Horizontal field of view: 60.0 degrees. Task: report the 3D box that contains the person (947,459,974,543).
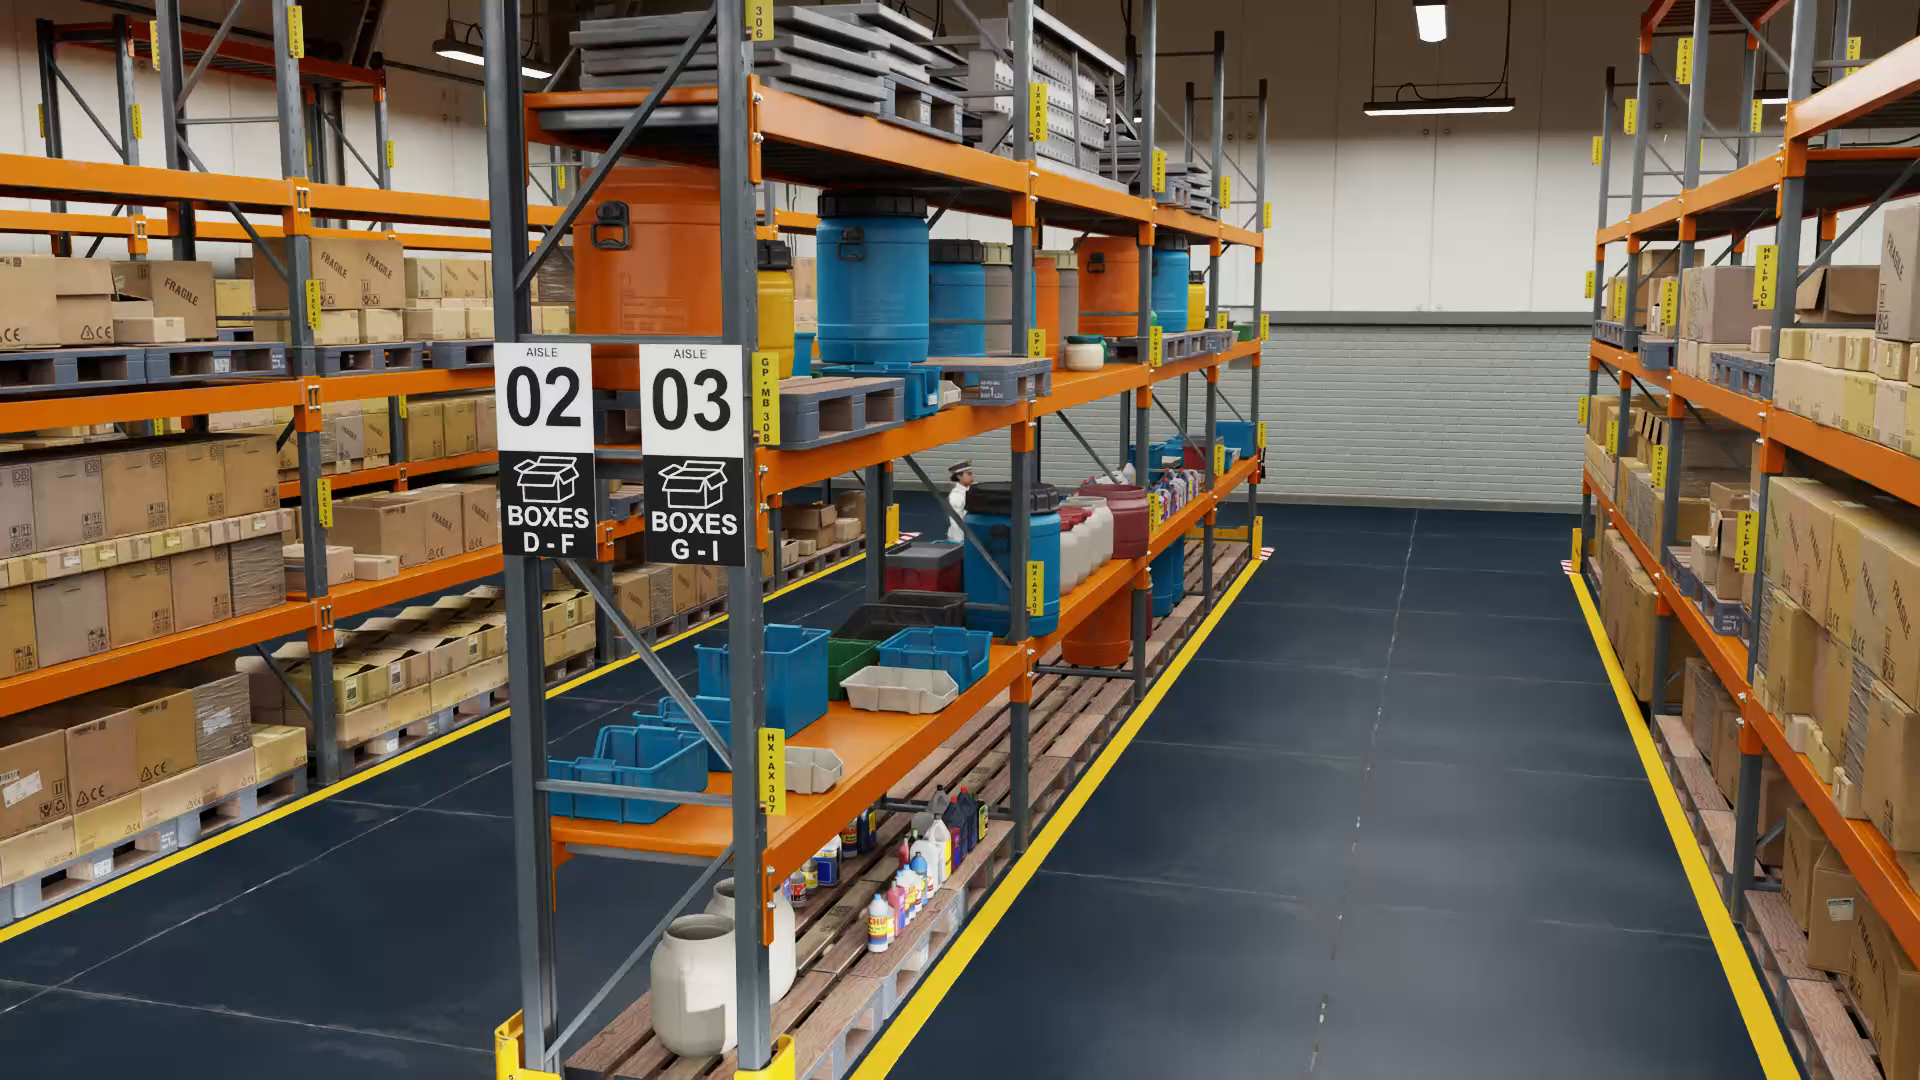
[{"bbox_3d":[0.041,0.011,17.010,0.356,1.689,0.507,2,9,16],"label":"person"}]
